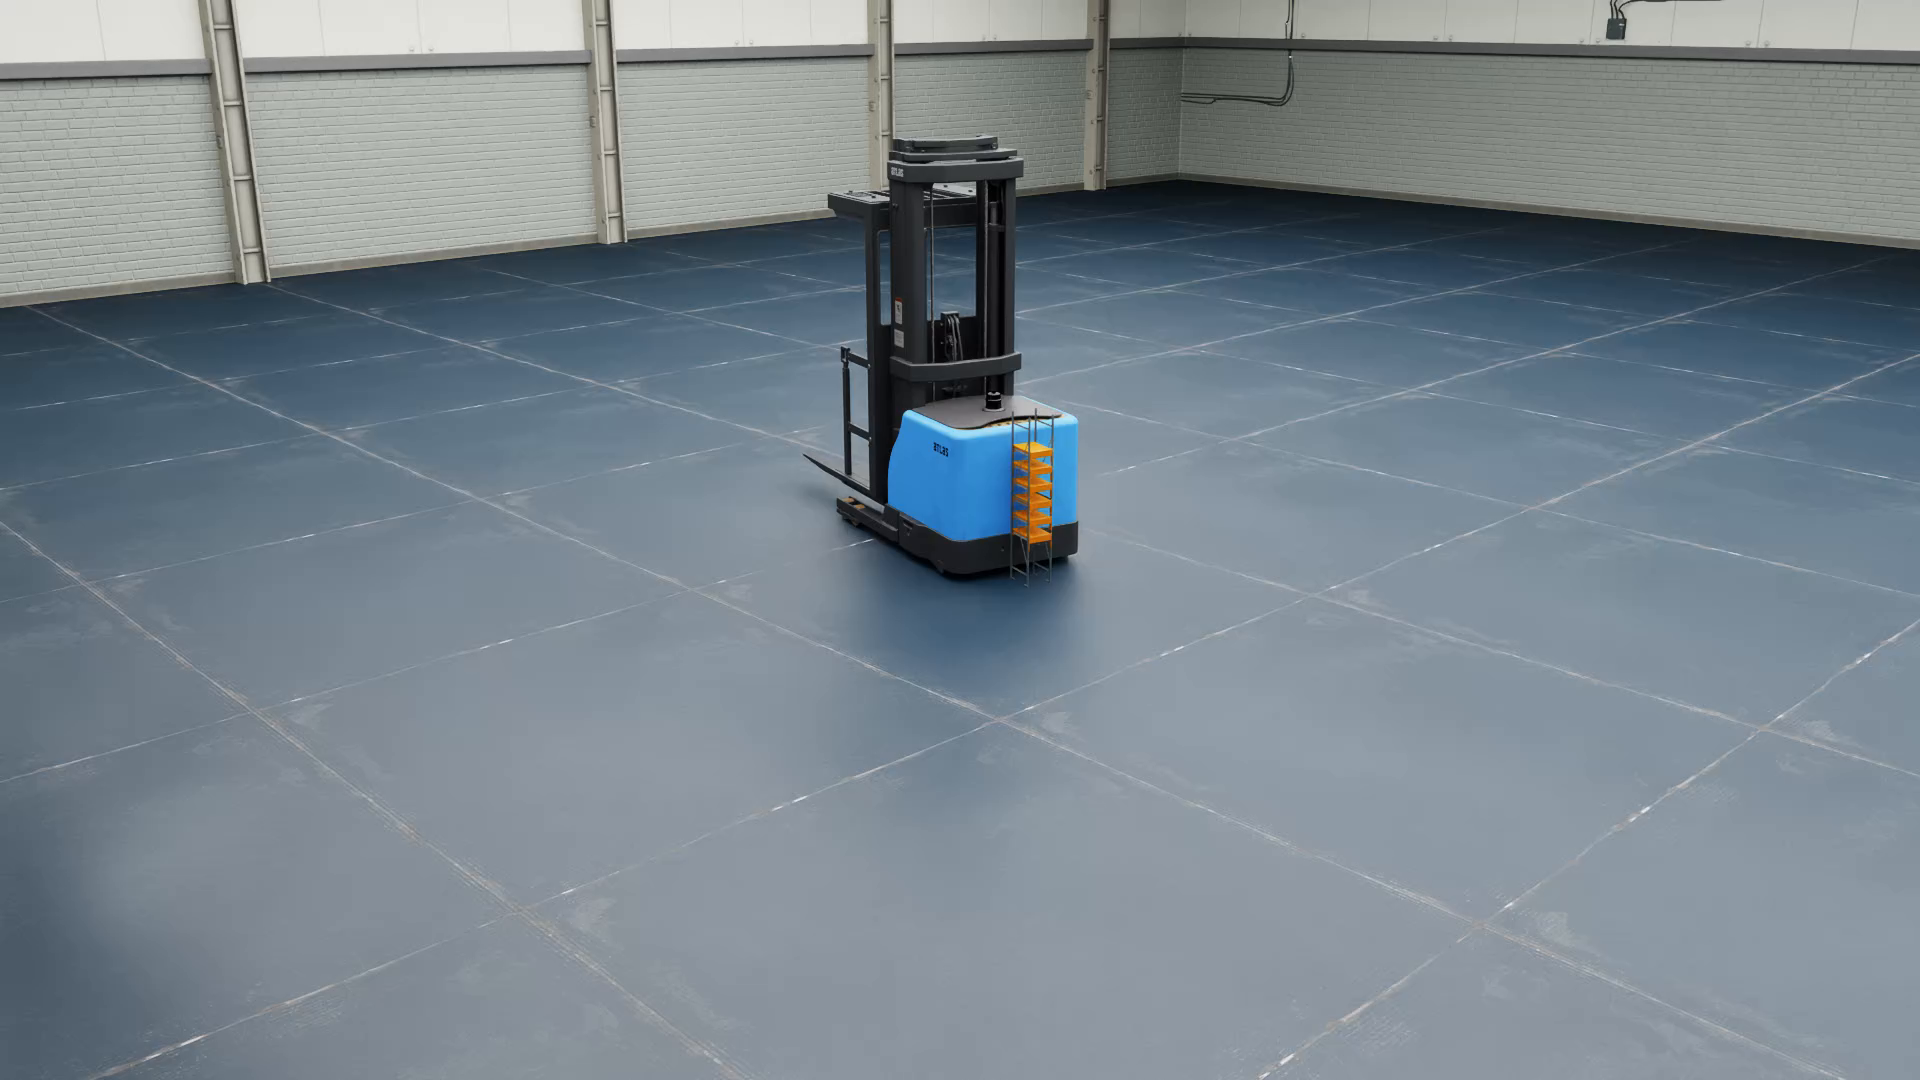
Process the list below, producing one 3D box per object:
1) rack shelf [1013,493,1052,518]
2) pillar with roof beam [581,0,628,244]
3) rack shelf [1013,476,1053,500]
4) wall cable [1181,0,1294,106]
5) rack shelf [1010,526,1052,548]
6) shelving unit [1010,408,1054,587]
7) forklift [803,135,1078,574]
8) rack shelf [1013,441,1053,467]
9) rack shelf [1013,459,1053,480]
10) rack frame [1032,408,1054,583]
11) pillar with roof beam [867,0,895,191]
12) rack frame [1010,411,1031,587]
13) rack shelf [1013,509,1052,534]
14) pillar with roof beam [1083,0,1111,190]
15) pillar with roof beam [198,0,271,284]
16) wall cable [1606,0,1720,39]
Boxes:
[{"bbox_3d":[0.492,-0.248,11.449,0.180,0.103,0.258,-10,20,-27],"label":"rack shelf"},{"bbox_3d":[-2.870,-8.312,23.532,0.400,9.000,9.100,-16,24,-41],"label":"pillar with roof beam"},{"bbox_3d":[0.492,-0.362,11.412,0.180,0.103,0.258,-10,20,-27],"label":"rack shelf"},{"bbox_3d":[5.941,-10.671,35.840,0.112,2.526,3.097,-16,24,-41],"label":"wall cable"},{"bbox_3d":[0.492,-0.020,11.523,0.180,0.103,0.258,-10,20,-27],"label":"rack shelf"},{"bbox_3d":[0.492,-0.290,11.435,0.189,1.200,0.258,-10,20,-27],"label":"shelving unit"},{"bbox_3d":[-0.305,-1.564,12.556,1.130,2.935,3.031,-10,20,-27],"label":"forklift"},{"bbox_3d":[0.492,-0.591,11.338,0.180,0.103,0.258,-10,20,-27],"label":"rack shelf"},{"bbox_3d":[0.492,-0.476,11.375,0.180,0.103,0.258,-10,20,-27],"label":"rack shelf"},{"bbox_3d":[0.572,-0.304,11.477,0.006,1.200,0.240,-10,20,-27],"label":"rack frame"},{"bbox_3d":[1.489,-9.584,27.453,0.400,9.000,9.100,-16,24,-41],"label":"pillar with roof beam"},{"bbox_3d":[0.412,-0.277,11.393,0.006,1.200,0.240,-10,20,-27],"label":"rack frame"},{"bbox_3d":[0.492,-0.134,11.486,0.180,0.103,0.258,-10,20,-27],"label":"rack shelf"},{"bbox_3d":[5.849,-10.855,31.374,0.400,9.000,9.100,-16,24,-41],"label":"pillar with roof beam"},{"bbox_3d":[-7.230,-7.041,19.610,0.400,9.000,9.100,-16,24,-41],"label":"pillar with roof beam"},{"bbox_3d":[12.451,-11.635,28.265,0.169,6.003,2.305,-16,24,-41],"label":"wall cable"}]
